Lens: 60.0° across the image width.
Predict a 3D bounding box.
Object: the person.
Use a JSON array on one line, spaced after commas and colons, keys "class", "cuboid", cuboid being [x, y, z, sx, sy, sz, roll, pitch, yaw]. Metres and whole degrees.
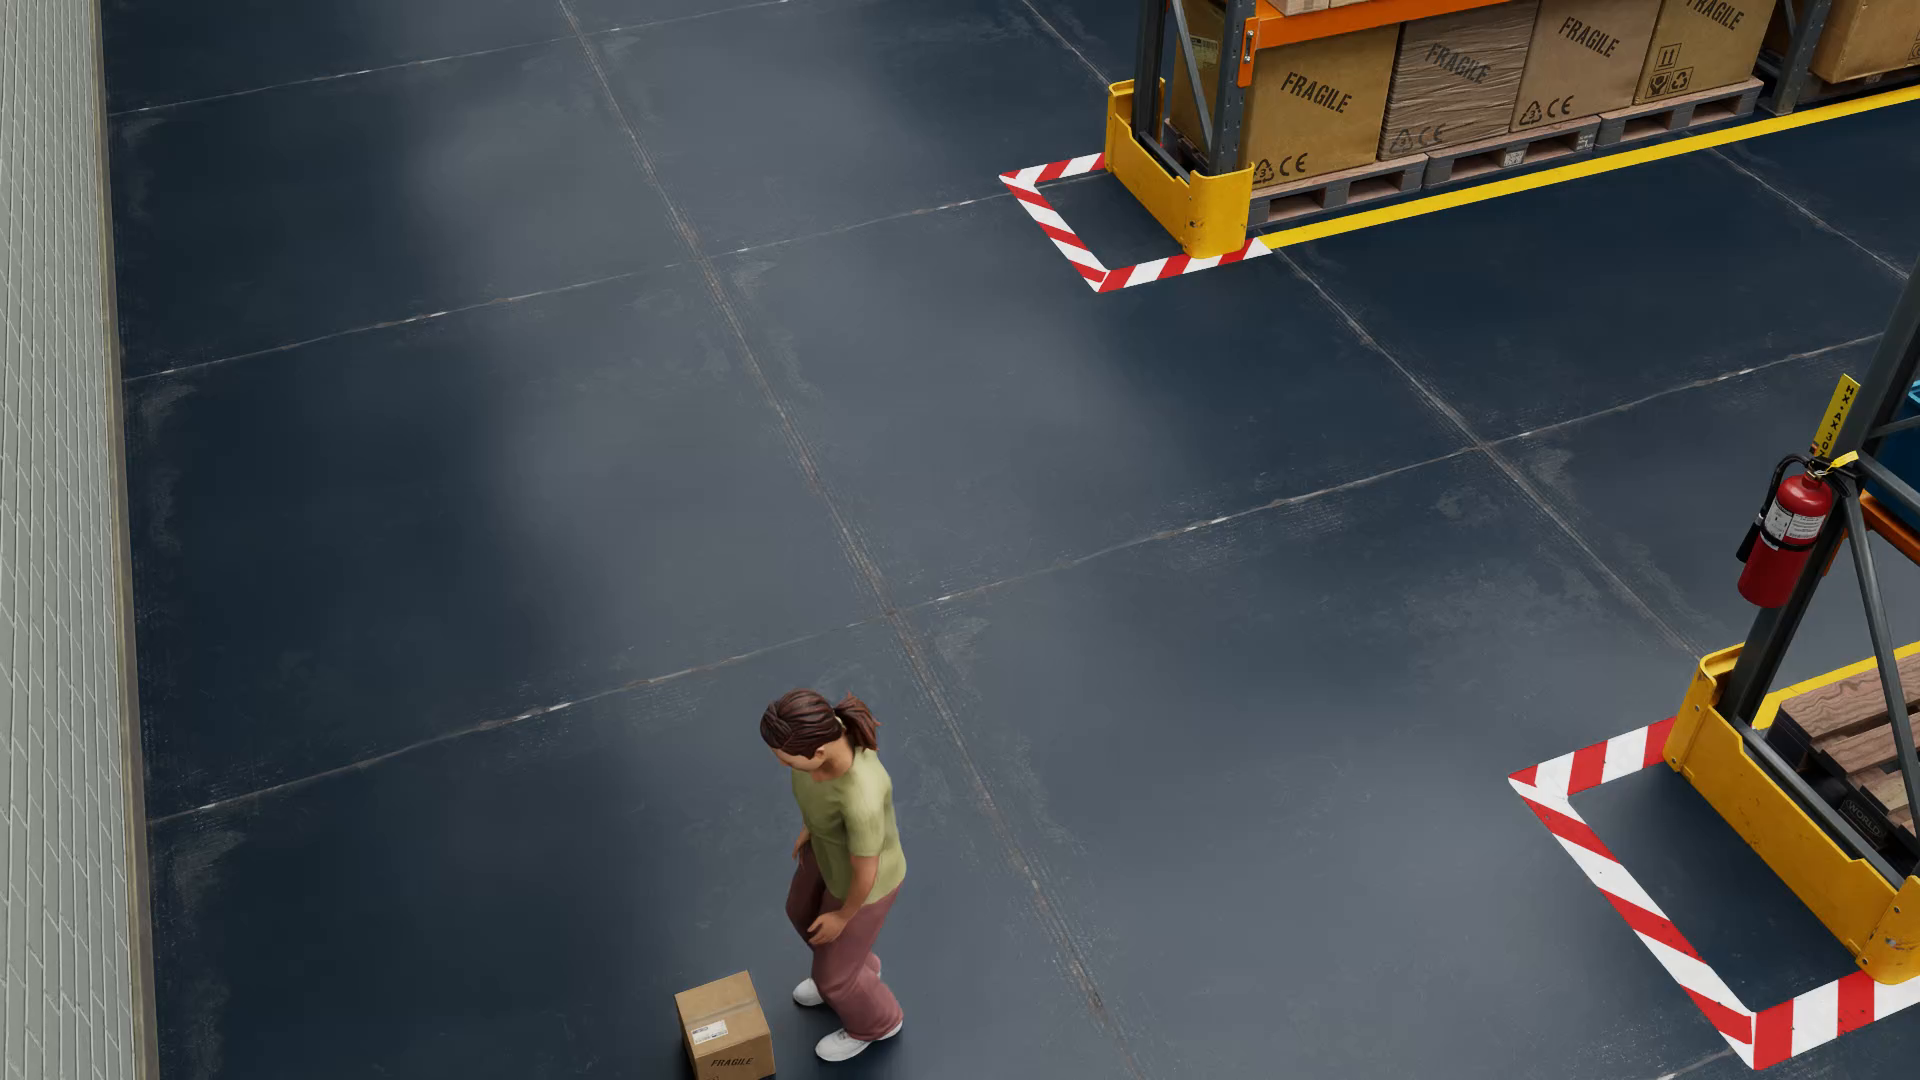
[{"class": "person", "cuboid": [-0.362, 1.015, 5.073, 0.387, 1.628, 0.470, -14, 44, -15]}]
